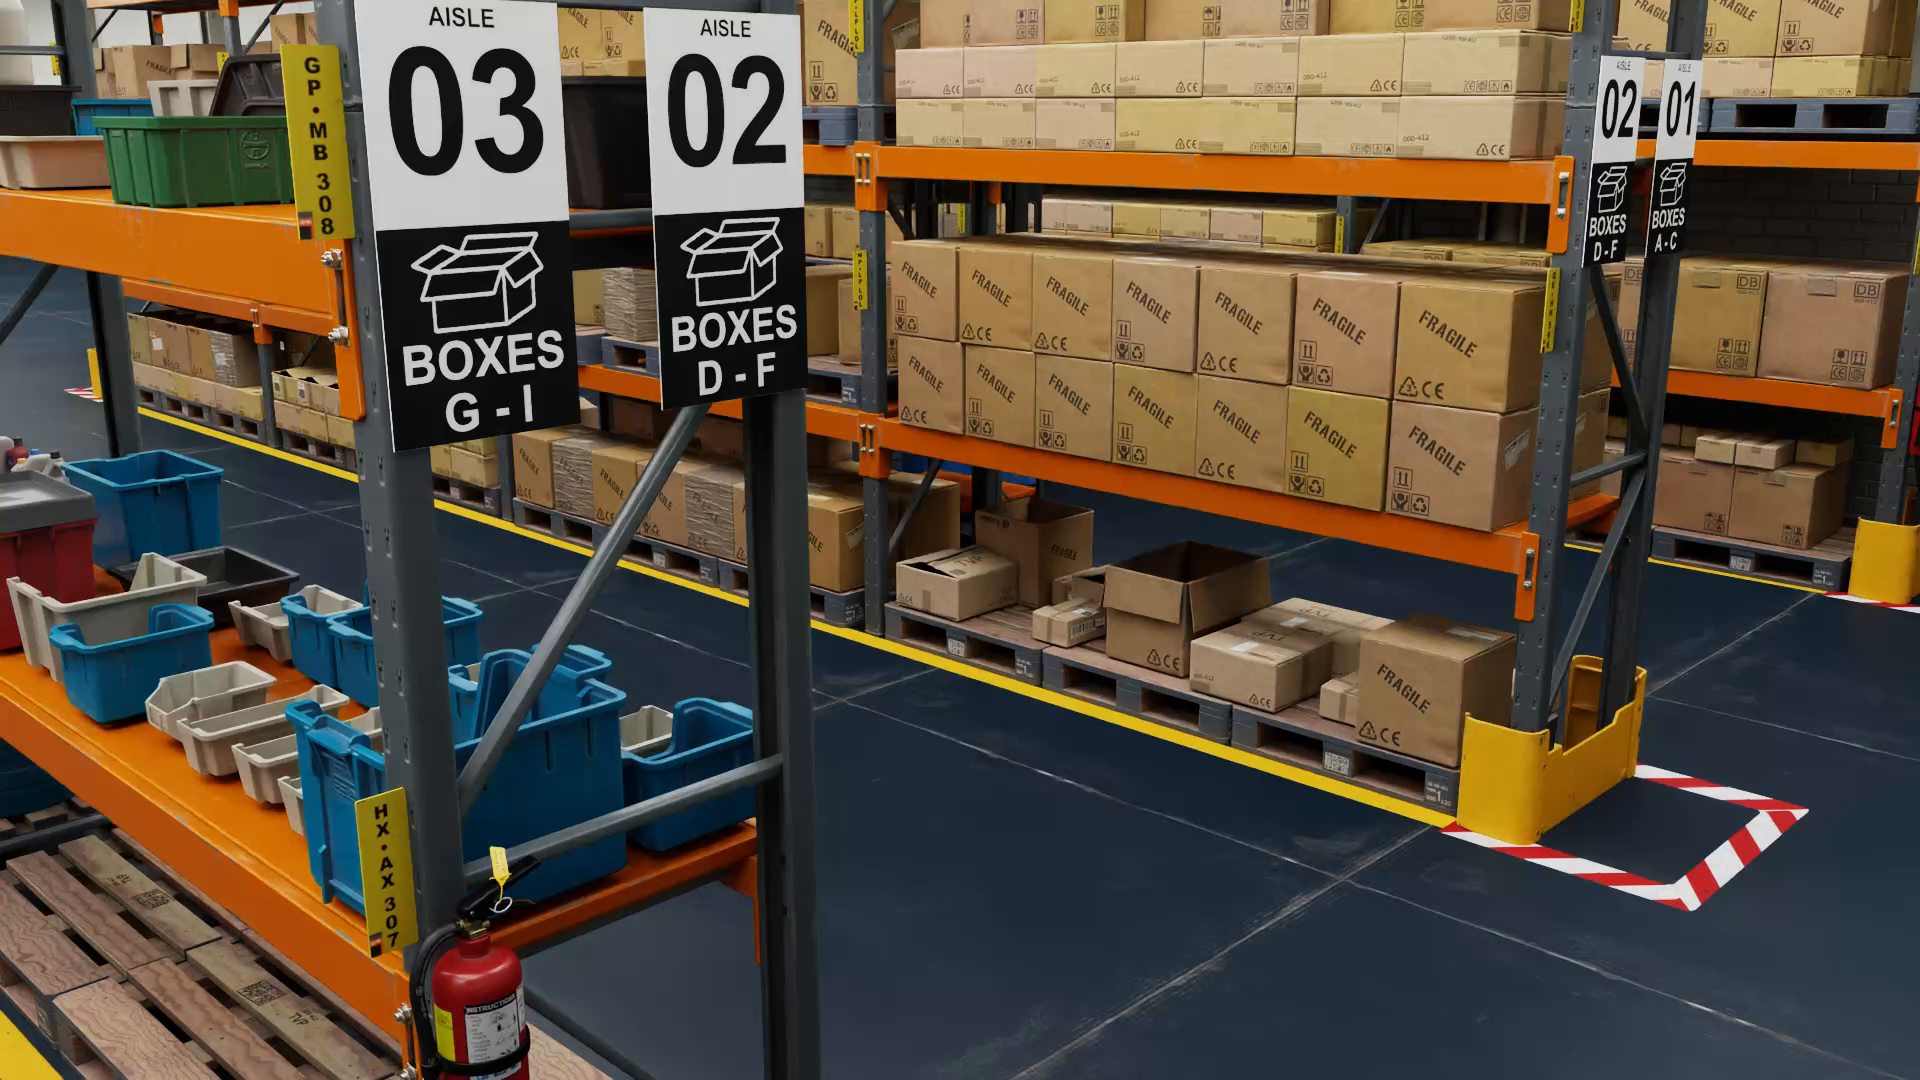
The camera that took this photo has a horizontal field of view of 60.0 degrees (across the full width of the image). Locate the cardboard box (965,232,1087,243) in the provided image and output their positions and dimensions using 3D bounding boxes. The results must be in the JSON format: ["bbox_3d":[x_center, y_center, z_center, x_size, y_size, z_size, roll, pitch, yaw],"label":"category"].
[{"bbox_3d":[0.374,-1.472,9.451,0.500,0.500,0.500,14,20,42],"label":"cardboard box"}]

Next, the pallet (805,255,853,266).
[{"bbox_3d":[-1.067,-2.827,17.214,1.213,0.211,1.003,14,20,42],"label":"pallet"}]

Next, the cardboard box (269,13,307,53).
[{"bbox_3d":[-5.513,-4.211,14.174,0.500,0.500,0.500,14,20,43],"label":"cardboard box"}]

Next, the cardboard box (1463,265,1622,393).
[{"bbox_3d":[2.573,-0.939,7.405,0.500,0.500,0.500,-14,20,-42],"label":"cardboard box"}]

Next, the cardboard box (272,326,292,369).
[{"bbox_3d":[-6.411,-1.841,16.182,0.500,0.500,0.500,14,20,42],"label":"cardboard box"}]

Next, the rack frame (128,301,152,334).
[{"bbox_3d":[-8.809,-3.081,17.809,0.127,3.000,1.000,14,20,42],"label":"rack frame"}]

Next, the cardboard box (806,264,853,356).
[{"bbox_3d":[-0.895,-1.465,10.575,0.700,0.500,0.500,-11,18,-35],"label":"cardboard box"}]

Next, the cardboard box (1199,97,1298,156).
[{"bbox_3d":[1.435,-1.877,7.535,0.500,0.250,0.500,14,20,42],"label":"cardboard box"}]

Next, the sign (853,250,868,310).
[{"bbox_3d":[-0.553,-1.440,9.214,0.005,0.325,0.100,14,20,42],"label":"sign"}]

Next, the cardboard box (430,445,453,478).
[{"bbox_3d":[-3.971,-0.691,13.257,0.500,0.250,0.500,13,20,42],"label":"cardboard box"}]

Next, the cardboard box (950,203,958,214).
[{"bbox_3d":[0.117,-3.211,15.950,0.250,0.149,0.380,11,18,35],"label":"cardboard box"}]

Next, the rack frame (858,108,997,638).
[{"bbox_3d":[-0.170,-0.981,9.749,0.127,3.000,1.000,14,20,42],"label":"rack frame"}]

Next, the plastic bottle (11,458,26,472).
[{"bbox_3d":[-4.148,-0.260,7.376,0.097,0.201,0.097,0,15,0],"label":"plastic bottle"}]

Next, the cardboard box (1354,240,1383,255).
[{"bbox_3d":[3.109,-2.209,13.634,0.500,0.500,0.500,13,19,40],"label":"cardboard box"}]

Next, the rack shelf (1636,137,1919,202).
[{"bbox_3d":[4.705,-2.634,11.571,4.000,0.370,1.077,14,20,42],"label":"rack shelf"}]

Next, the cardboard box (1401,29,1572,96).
[{"bbox_3d":[2.163,-1.946,6.807,0.500,0.250,0.500,14,20,42],"label":"cardboard box"}]

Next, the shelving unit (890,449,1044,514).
[{"bbox_3d":[0.022,-0.513,11.669,1.048,1.125,0.538,12,19,40],"label":"shelving unit"}]

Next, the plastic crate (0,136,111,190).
[{"bbox_3d":[-2.391,-1.023,4.484,0.530,0.136,0.437,14,20,42],"label":"plastic crate"}]

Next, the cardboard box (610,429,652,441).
[{"bbox_3d":[-2.213,-0.564,12.231,0.500,0.500,0.500,-14,20,-42],"label":"cardboard box"}]

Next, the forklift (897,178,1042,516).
[{"bbox_3d":[0.107,-1.911,13.455,1.130,2.935,3.031,0,15,2],"label":"forklift"}]

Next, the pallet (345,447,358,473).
[{"bbox_3d":[-4.489,-0.697,14.187,1.213,0.211,1.003,14,20,42],"label":"pallet"}]

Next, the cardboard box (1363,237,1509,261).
[{"bbox_3d":[3.645,-1.928,12.789,0.700,0.700,0.980,14,20,43],"label":"cardboard box"}]

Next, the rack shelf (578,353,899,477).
[{"bbox_3d":[-1.610,-0.983,11.183,4.000,0.370,1.077,14,20,42],"label":"rack shelf"}]

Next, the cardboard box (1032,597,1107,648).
[{"bbox_3d":[0.612,0.439,9.044,0.250,0.166,0.380,14,20,42],"label":"cardboard box"}]

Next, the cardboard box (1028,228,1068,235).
[{"bbox_3d":[0.929,-2.558,14.974,0.500,0.500,0.500,-14,20,-42],"label":"cardboard box"}]

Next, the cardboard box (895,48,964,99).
[{"bbox_3d":[0.007,-2.472,8.827,0.500,0.250,0.500,14,20,42],"label":"cardboard box"}]

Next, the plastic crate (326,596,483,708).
[{"bbox_3d":[-1.629,0.336,4.907,0.300,0.233,0.416,14,20,42],"label":"plastic crate"}]

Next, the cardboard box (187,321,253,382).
[{"bbox_3d":[-7.129,-1.835,16.158,0.500,0.500,0.500,14,20,42],"label":"cardboard box"}]

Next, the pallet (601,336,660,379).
[{"bbox_3d":[-1.646,-1.249,11.157,1.213,0.211,1.003,14,20,42],"label":"pallet"}]

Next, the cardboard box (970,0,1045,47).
[{"bbox_3d":[0.468,-2.774,8.498,0.500,0.500,0.700,14,20,42],"label":"cardboard box"}]

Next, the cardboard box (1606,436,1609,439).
[{"bbox_3d":[4.460,-0.546,12.205,0.700,0.500,0.500,-14,20,-43],"label":"cardboard box"}]

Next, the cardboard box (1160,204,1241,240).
[{"bbox_3d":[2.023,-2.662,13.883,0.500,0.250,0.500,-14,20,-43],"label":"cardboard box"}]

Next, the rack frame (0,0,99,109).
[{"bbox_3d":[-3.611,-2.986,5.544,0.127,3.000,1.000,14,20,42],"label":"rack frame"}]

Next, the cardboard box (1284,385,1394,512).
[{"bbox_3d":[1.822,-0.449,7.507,0.500,0.500,0.500,14,20,43],"label":"cardboard box"}]

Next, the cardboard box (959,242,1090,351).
[{"bbox_3d":[0.345,-1.290,8.752,0.500,0.500,0.500,13,19,40],"label":"cardboard box"}]

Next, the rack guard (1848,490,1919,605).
[{"bbox_3d":[6.162,0.033,10.815,0.348,0.500,1.175,14,20,42],"label":"rack guard"}]

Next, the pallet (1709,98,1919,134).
[{"bbox_3d":[5.604,-2.718,10.640,1.213,0.211,1.003,14,20,42],"label":"pallet"}]

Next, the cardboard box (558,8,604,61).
[{"bbox_3d":[-2.373,-3.498,11.279,0.500,0.500,0.500,14,20,42],"label":"cardboard box"}]

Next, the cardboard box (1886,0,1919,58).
[{"bbox_3d":[5.787,-3.346,10.655,0.500,0.500,0.500,13,19,40],"label":"cardboard box"}]

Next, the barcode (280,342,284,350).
[{"bbox_3d":[-6.034,-1.729,14.800,0.075,0.075,0.001,14,20,42],"label":"barcode"}]

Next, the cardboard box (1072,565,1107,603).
[{"bbox_3d":[0.977,0.286,9.344,0.500,0.311,0.500,14,20,42],"label":"cardboard box"}]

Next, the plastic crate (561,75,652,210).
[{"bbox_3d":[-0.815,-0.889,3.705,0.590,0.269,0.497,14,20,42],"label":"plastic crate"}]

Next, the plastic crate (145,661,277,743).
[{"bbox_3d":[-2.086,0.460,4.622,0.250,0.136,0.298,14,20,42],"label":"plastic crate"}]

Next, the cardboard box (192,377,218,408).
[{"bbox_3d":[-7.138,-1.470,16.244,0.500,0.250,0.500,14,20,42],"label":"cardboard box"}]

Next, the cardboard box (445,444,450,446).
[{"bbox_3d":[-3.976,-0.962,13.184,0.500,0.311,0.500,13,20,41],"label":"cardboard box"}]

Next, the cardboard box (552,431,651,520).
[{"bbox_3d":[-2.540,-0.462,11.843,0.500,0.500,0.500,13,19,40],"label":"cardboard box"}]

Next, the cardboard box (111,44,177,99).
[{"bbox_3d":[-7.803,-4.512,16.042,0.500,0.500,0.500,14,20,42],"label":"cardboard box"}]

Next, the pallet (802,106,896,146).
[{"bbox_3d":[-0.591,-2.469,9.881,1.003,0.211,1.213,14,20,42],"label":"pallet"}]

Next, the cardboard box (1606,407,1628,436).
[{"bbox_3d":[4.705,-0.873,12.173,0.250,0.149,0.380,13,20,41],"label":"cardboard box"}]

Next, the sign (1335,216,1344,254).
[{"bbox_3d":[2.896,-2.303,12.682,0.005,0.325,0.100,14,20,42],"label":"sign"}]
